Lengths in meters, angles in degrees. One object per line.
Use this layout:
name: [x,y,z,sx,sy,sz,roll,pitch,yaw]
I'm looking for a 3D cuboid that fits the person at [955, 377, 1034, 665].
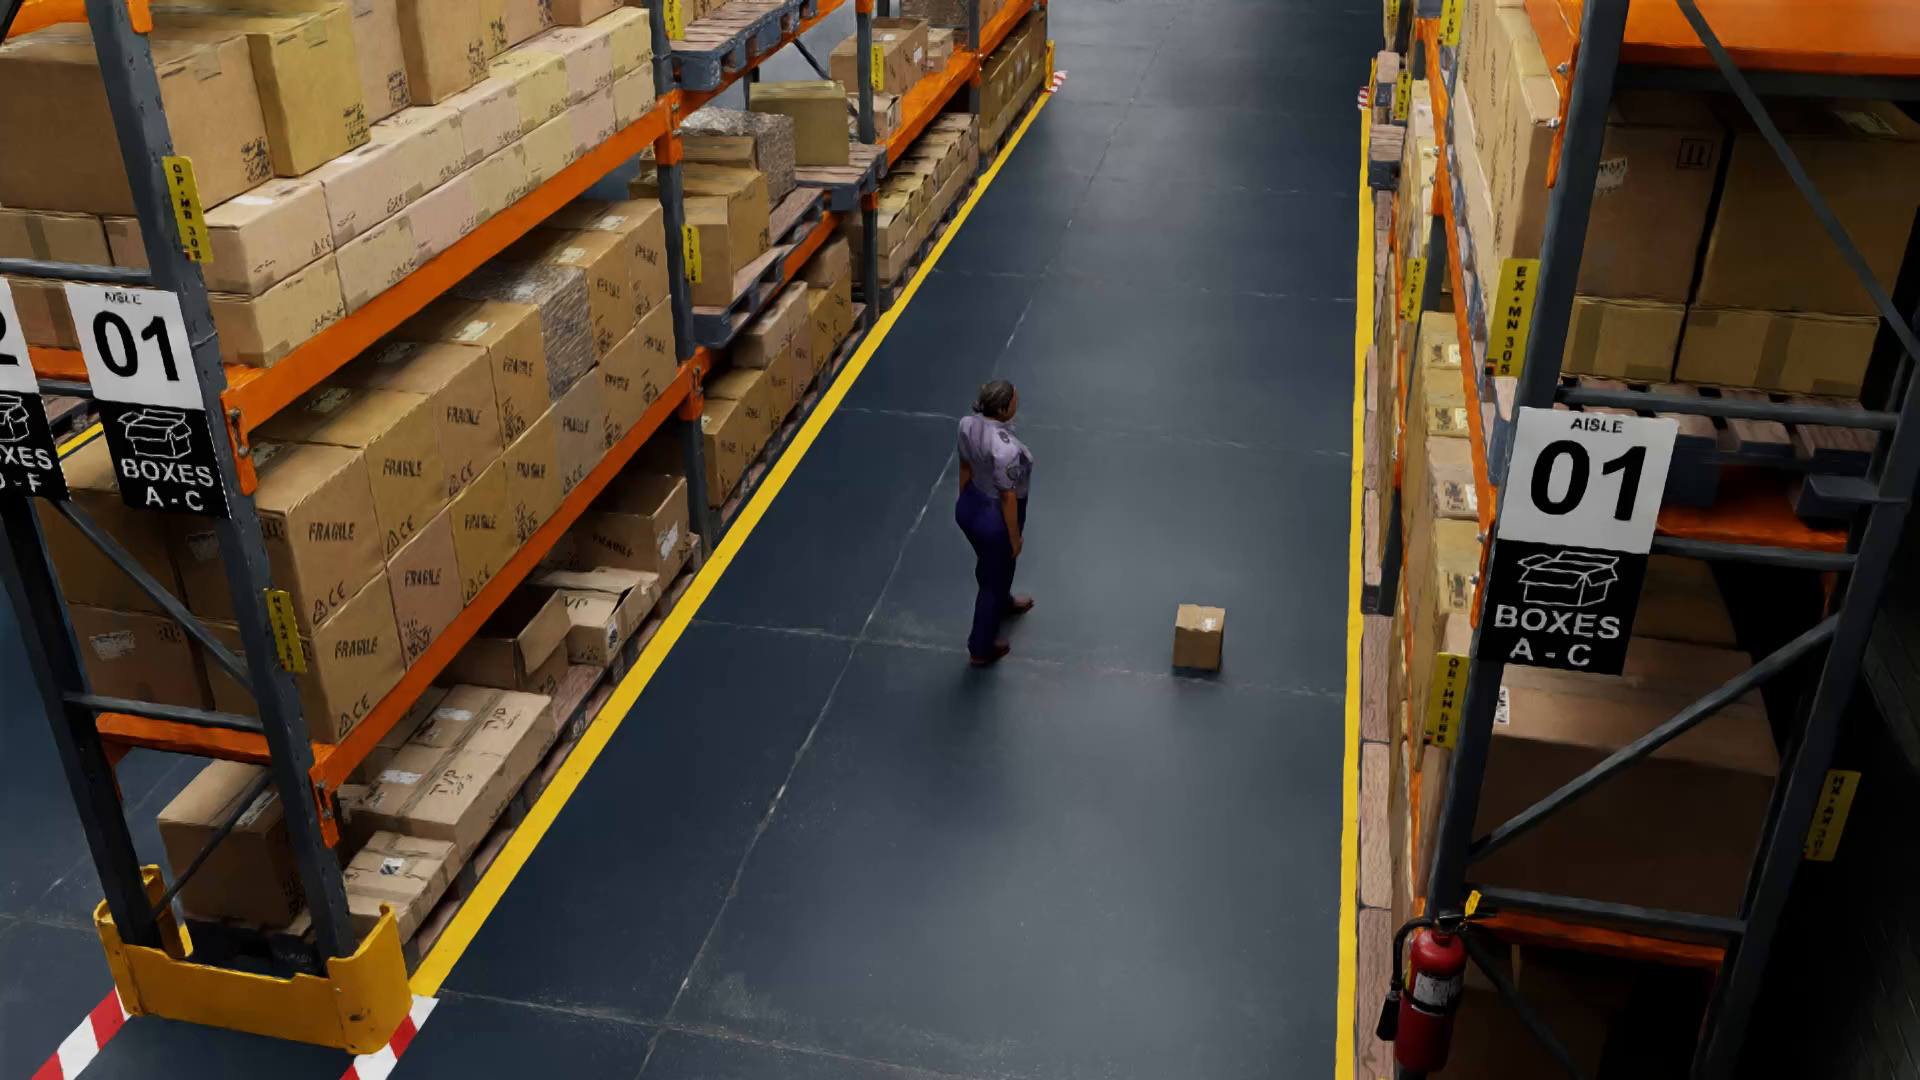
person: [0.267,-0.153,8.894,0.603,1.650,0.543,-17,33,-28]
